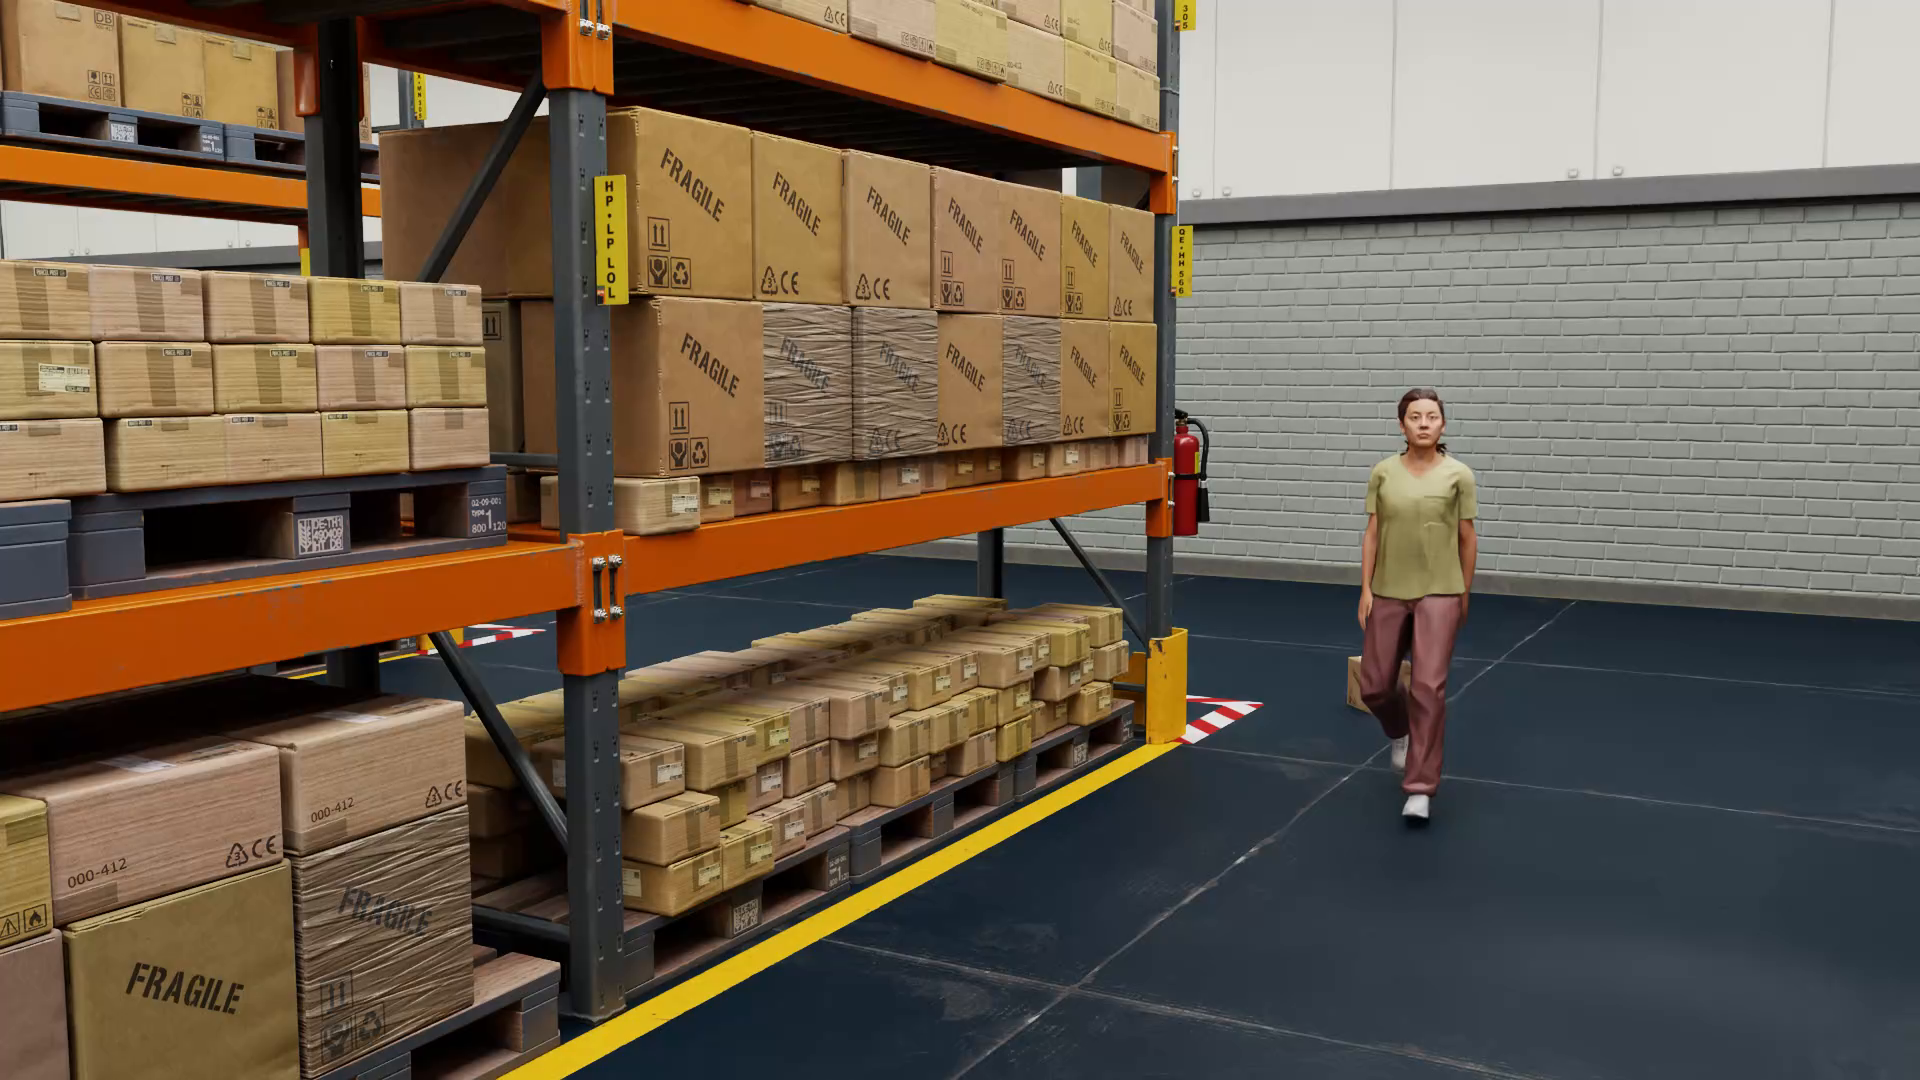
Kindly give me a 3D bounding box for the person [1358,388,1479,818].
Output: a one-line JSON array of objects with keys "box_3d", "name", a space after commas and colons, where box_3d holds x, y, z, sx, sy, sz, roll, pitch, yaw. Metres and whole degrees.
[{"box_3d": [1.813, 0.224, 6.594, 0.439, 1.648, 0.730, 3, 7, 25], "name": "person"}]
